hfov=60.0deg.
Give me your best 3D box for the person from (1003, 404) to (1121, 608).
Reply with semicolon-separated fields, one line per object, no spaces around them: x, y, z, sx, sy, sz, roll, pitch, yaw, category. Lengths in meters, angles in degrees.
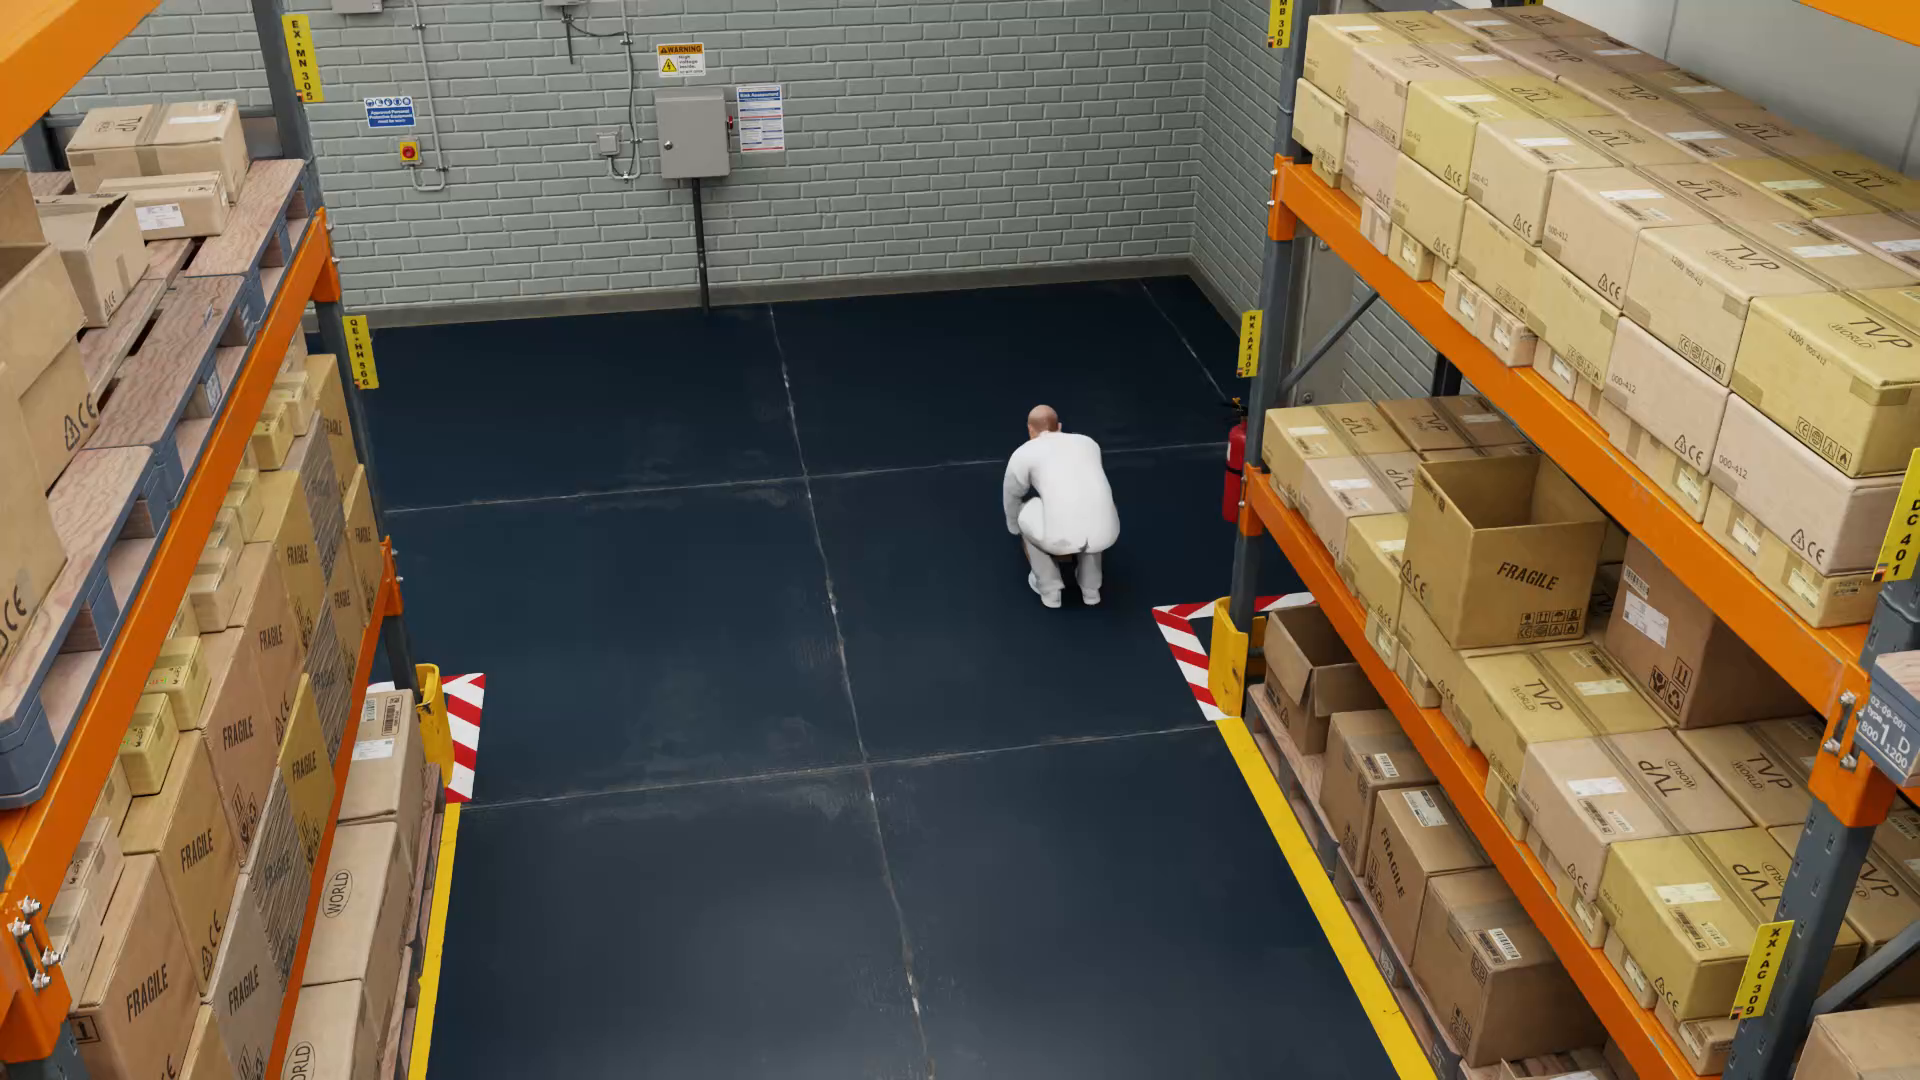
0.565;-0.167;9.232;0.608;0.984;0.893;-5;31;-9;person
